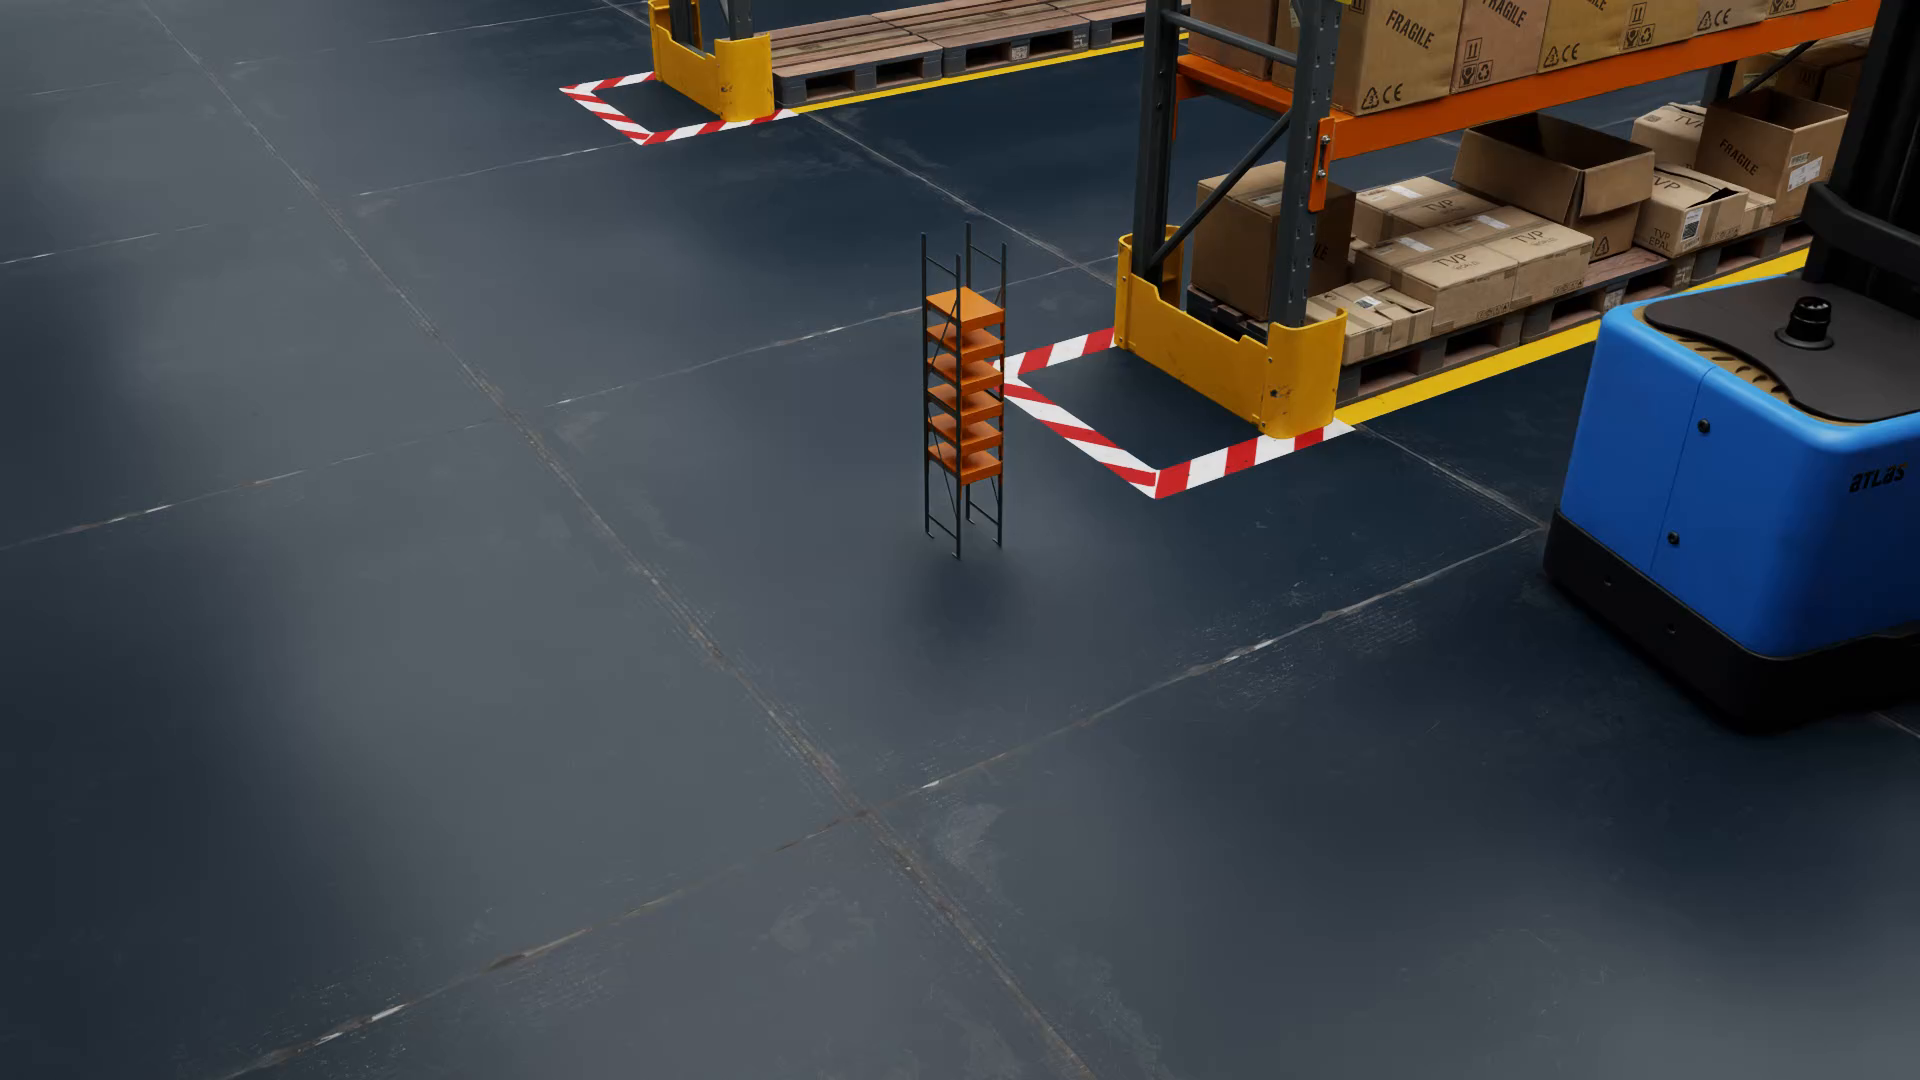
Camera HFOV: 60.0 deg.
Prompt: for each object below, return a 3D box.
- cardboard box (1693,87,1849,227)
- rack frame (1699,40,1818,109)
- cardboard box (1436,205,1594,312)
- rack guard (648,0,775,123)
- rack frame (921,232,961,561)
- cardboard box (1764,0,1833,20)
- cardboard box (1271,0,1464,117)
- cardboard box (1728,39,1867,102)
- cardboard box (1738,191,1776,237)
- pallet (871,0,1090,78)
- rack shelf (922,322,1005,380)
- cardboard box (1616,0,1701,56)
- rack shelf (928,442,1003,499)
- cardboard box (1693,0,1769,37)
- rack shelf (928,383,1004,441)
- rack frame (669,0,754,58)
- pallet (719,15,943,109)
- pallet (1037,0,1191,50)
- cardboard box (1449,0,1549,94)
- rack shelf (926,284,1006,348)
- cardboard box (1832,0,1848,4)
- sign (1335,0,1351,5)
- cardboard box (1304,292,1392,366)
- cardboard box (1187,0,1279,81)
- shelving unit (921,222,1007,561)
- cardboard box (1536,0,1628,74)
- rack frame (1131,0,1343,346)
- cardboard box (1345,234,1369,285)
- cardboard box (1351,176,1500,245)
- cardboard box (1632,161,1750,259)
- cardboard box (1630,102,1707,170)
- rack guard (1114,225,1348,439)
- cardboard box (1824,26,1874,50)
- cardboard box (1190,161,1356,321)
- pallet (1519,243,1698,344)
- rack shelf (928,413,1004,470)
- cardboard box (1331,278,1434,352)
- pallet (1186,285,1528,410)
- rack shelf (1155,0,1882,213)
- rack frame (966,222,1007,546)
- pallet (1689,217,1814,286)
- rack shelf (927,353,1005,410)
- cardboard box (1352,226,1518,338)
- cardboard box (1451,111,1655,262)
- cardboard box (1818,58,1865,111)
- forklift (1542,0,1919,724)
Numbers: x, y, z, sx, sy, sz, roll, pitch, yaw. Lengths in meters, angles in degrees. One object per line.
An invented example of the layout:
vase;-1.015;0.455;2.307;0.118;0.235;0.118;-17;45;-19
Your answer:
cardboard box;4.121;-1.956;8.470;0.500;0.500;0.500;-19;37;-27
rack frame;4.446;-3.119;8.383;0.127;3.000;1.000;-19;37;-27
cardboard box;2.535;-1.305;7.672;0.500;0.250;0.500;-19;37;-27
rack guard;-1.610;-3.115;10.720;0.348;0.500;1.175;-19;37;-27
rack frame;-0.065;-0.485;5.895;0.006;1.200;0.240;-19;37;-27
cardboard box;3.733;-2.752;7.708;0.500;0.500;0.500;-18;36;-26
cardboard box;1.600;-2.015;6.540;0.500;0.500;0.500;-18;37;-26
cardboard box;4.706;-2.519;9.363;0.500;0.500;0.500;-19;37;-28
cardboard box;3.838;-1.672;8.349;0.250;0.149;0.380;-19;37;-27
pallet;0.142;-3.577;11.723;1.213;0.211;1.003;-19;37;-27
rack shelf;0.012;-0.677;5.832;0.180;0.103;0.258;-19;37;-27
cardboard box;2.875;-2.454;7.236;0.500;0.500;0.500;-18;37;-27
rack shelf;0.012;-0.271;6.088;0.180;0.103;0.258;-19;37;-27
cardboard box;3.302;-2.603;7.471;0.500;0.500;0.500;-18;36;-26
rack shelf;0.012;-0.474;5.960;0.180;0.103;0.258;-19;37;-27
rack frame;-1.596;-4.185;10.073;0.127;3.000;1.000;-19;37;-27
pallet;-0.882;-3.227;11.168;1.213;0.211;1.003;-19;37;-27
pallet;1.169;-3.932;12.286;1.213;0.211;1.003;-19;37;-27
cardboard box;2.031;-2.167;6.780;0.500;0.500;0.500;-19;37;-28
rack shelf;0.012;-0.779;5.768;0.180;0.103;0.258;-19;37;-27
cardboard box;4.165;-2.902;7.945;0.500;0.500;0.500;-18;37;-27
sign;1.378;-2.086;5.934;0.005;0.325;0.100;-19;37;-27
cardboard box;1.622;-0.910;7.141;0.250;0.149;0.380;-19;37;-27
cardboard box;1.313;-2.257;6.922;0.500;0.500;0.500;-18;36;-26
shelving unit;0.012;-0.512;5.937;0.189;1.200;0.258;-19;37;-27
cardboard box;2.454;-2.311;7.008;0.500;0.500;0.500;-19;37;-27
rack frame;1.084;-1.963;6.550;0.127;3.000;1.000;-19;37;-27
cardboard box;1.797;-1.295;7.735;0.250;0.166;0.380;-19;37;-27
cardboard box;2.222;-1.515;8.005;0.500;0.250;0.500;-19;37;-27
cardboard box;3.491;-1.659;8.177;0.500;0.311;0.500;-19;37;-27
cardboard box;3.976;-2.144;8.945;0.500;0.311;0.500;-19;37;-27
rack guard;1.148;-0.928;7.252;0.348;0.500;1.175;-19;37;-27
cardboard box;5.126;-2.658;9.583;0.500;0.500;0.500;-19;37;-27
cardboard box;1.408;-1.359;7.524;0.500;0.500;0.500;-19;37;-27
pallet;2.842;-1.387;8.251;1.213;0.211;1.003;-19;37;-27
rack shelf;0.012;-0.373;6.024;0.180;0.103;0.258;-19;37;-27
cardboard box;1.832;-0.990;7.251;0.250;0.166;0.380;-19;37;-27
pallet;1.818;-1.036;7.695;1.213;0.211;1.003;-19;37;-27
rack shelf;2.765;-2.237;7.659;4.000;0.370;1.077;-19;37;-27
rack frame;0.089;-0.538;5.978;0.006;1.200;0.240;-19;37;-27
pallet;3.868;-1.742;8.813;1.213;0.211;1.003;-19;37;-27
rack shelf;0.012;-0.576;5.896;0.180;0.103;0.258;-19;37;-27
cardboard box;2.115;-1.161;7.443;0.500;0.250;0.500;-19;37;-27
cardboard box;2.870;-1.704;8.067;0.637;0.503;0.797;-19;37;-27
cardboard box;4.985;-2.279;8.981;0.500;0.500;0.500;-21;38;-29
forklift;3.657;-1.155;5.333;3.031;2.935;1.130;-12;34;-19
